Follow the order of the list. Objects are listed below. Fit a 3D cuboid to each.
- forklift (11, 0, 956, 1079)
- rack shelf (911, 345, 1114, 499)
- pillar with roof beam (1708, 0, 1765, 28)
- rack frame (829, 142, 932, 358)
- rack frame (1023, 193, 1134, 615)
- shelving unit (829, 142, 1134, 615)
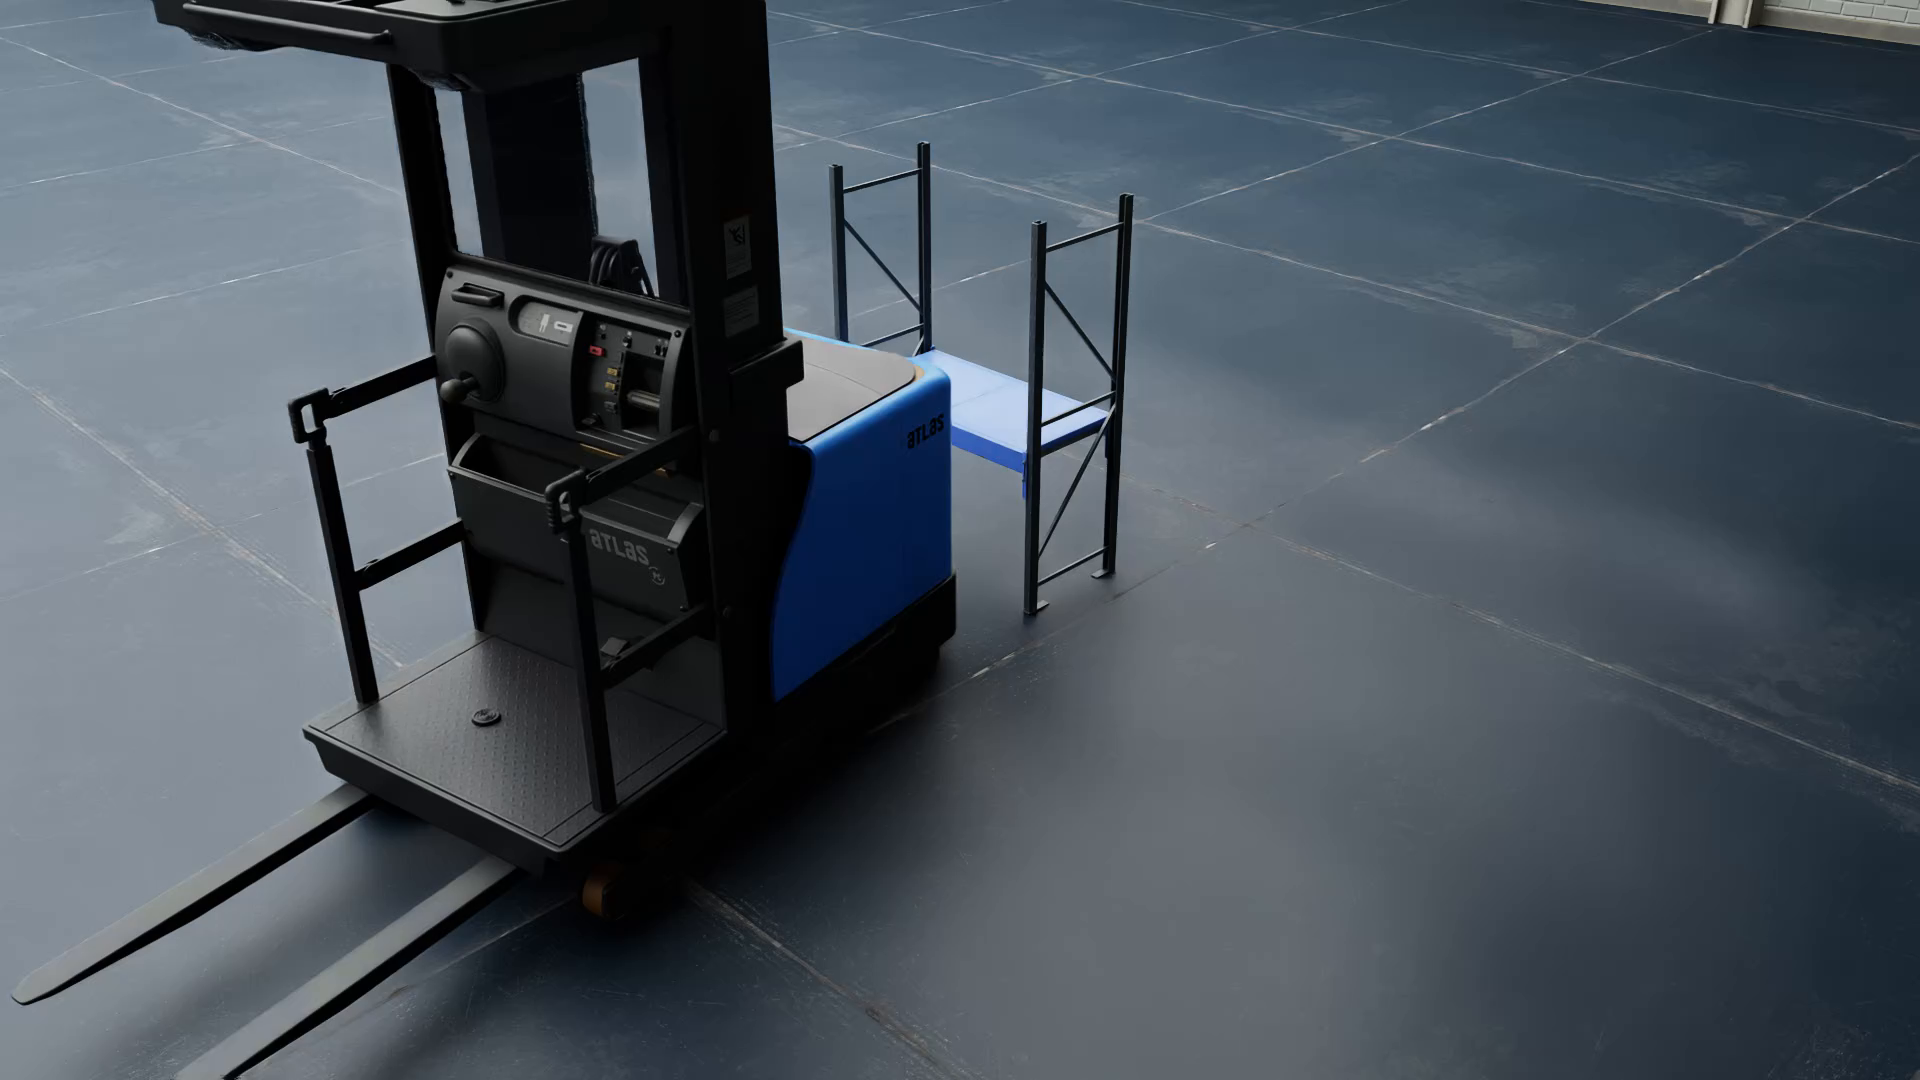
[{"bbox_3d":[-1.245,-0.473,4.501,1.130,2.935,3.031,17,32,29],"label":"forklift"},{"bbox_3d":[0.061,-0.477,6.432,1.000,0.185,0.538,25,36,38],"label":"rack shelf"},{"bbox_3d":[4.662,-7.682,11.690,0.400,9.000,9.100,25,36,38],"label":"pillar with roof beam"},{"bbox_3d":[-0.302,-0.802,6.663,0.032,1.500,0.500,25,36,38],"label":"rack frame"},{"bbox_3d":[0.423,-0.470,6.033,0.032,1.500,0.500,25,36,38],"label":"rack frame"},{"bbox_3d":[0.061,-0.636,6.348,1.048,1.500,0.538,25,36,38],"label":"shelving unit"}]
